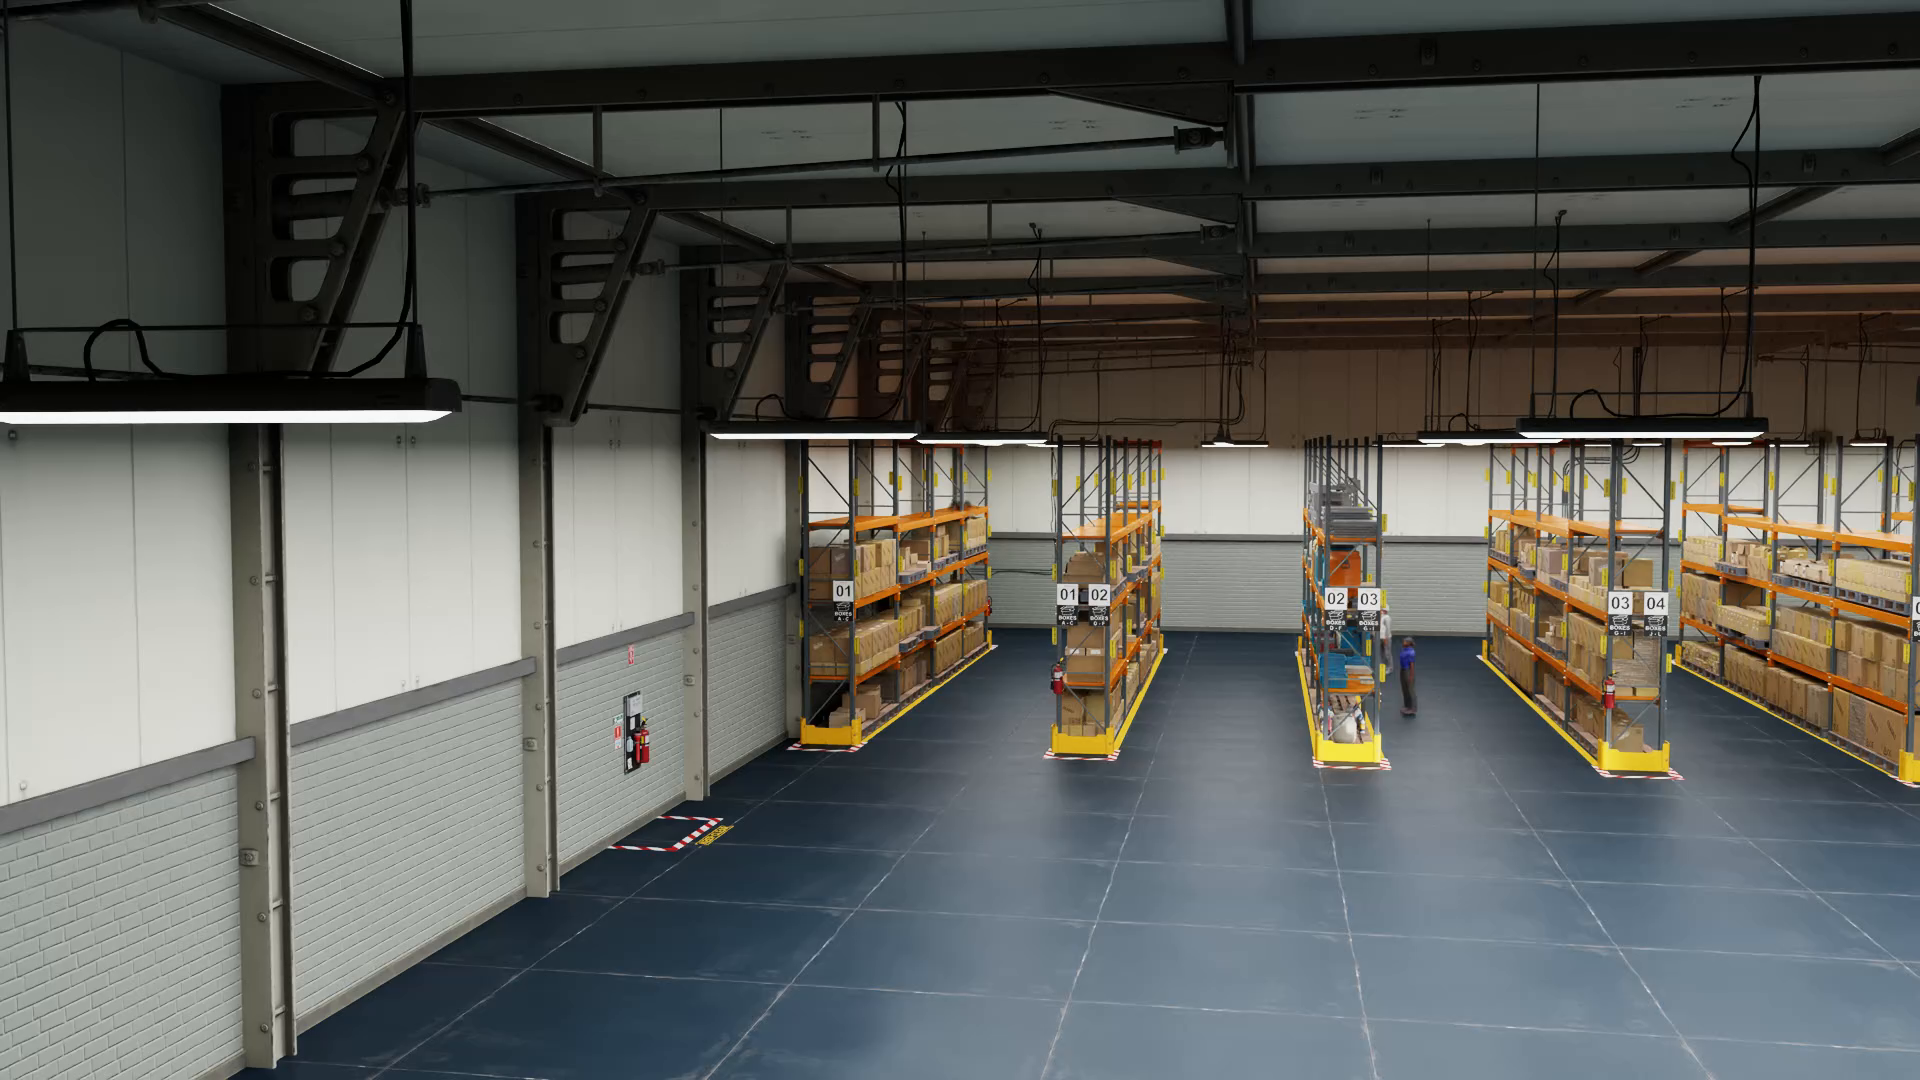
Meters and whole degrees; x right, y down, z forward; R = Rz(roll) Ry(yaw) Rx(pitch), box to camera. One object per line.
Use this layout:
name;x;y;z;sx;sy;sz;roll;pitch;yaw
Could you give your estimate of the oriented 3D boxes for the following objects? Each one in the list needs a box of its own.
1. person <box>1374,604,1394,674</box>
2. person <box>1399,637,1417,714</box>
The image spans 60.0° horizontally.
person;10.856;2.525;42.671;0.441;1.786;0.556;-2;3;-27
person;9.763;2.934;36.210;0.336;1.662;0.475;-1;3;-12
